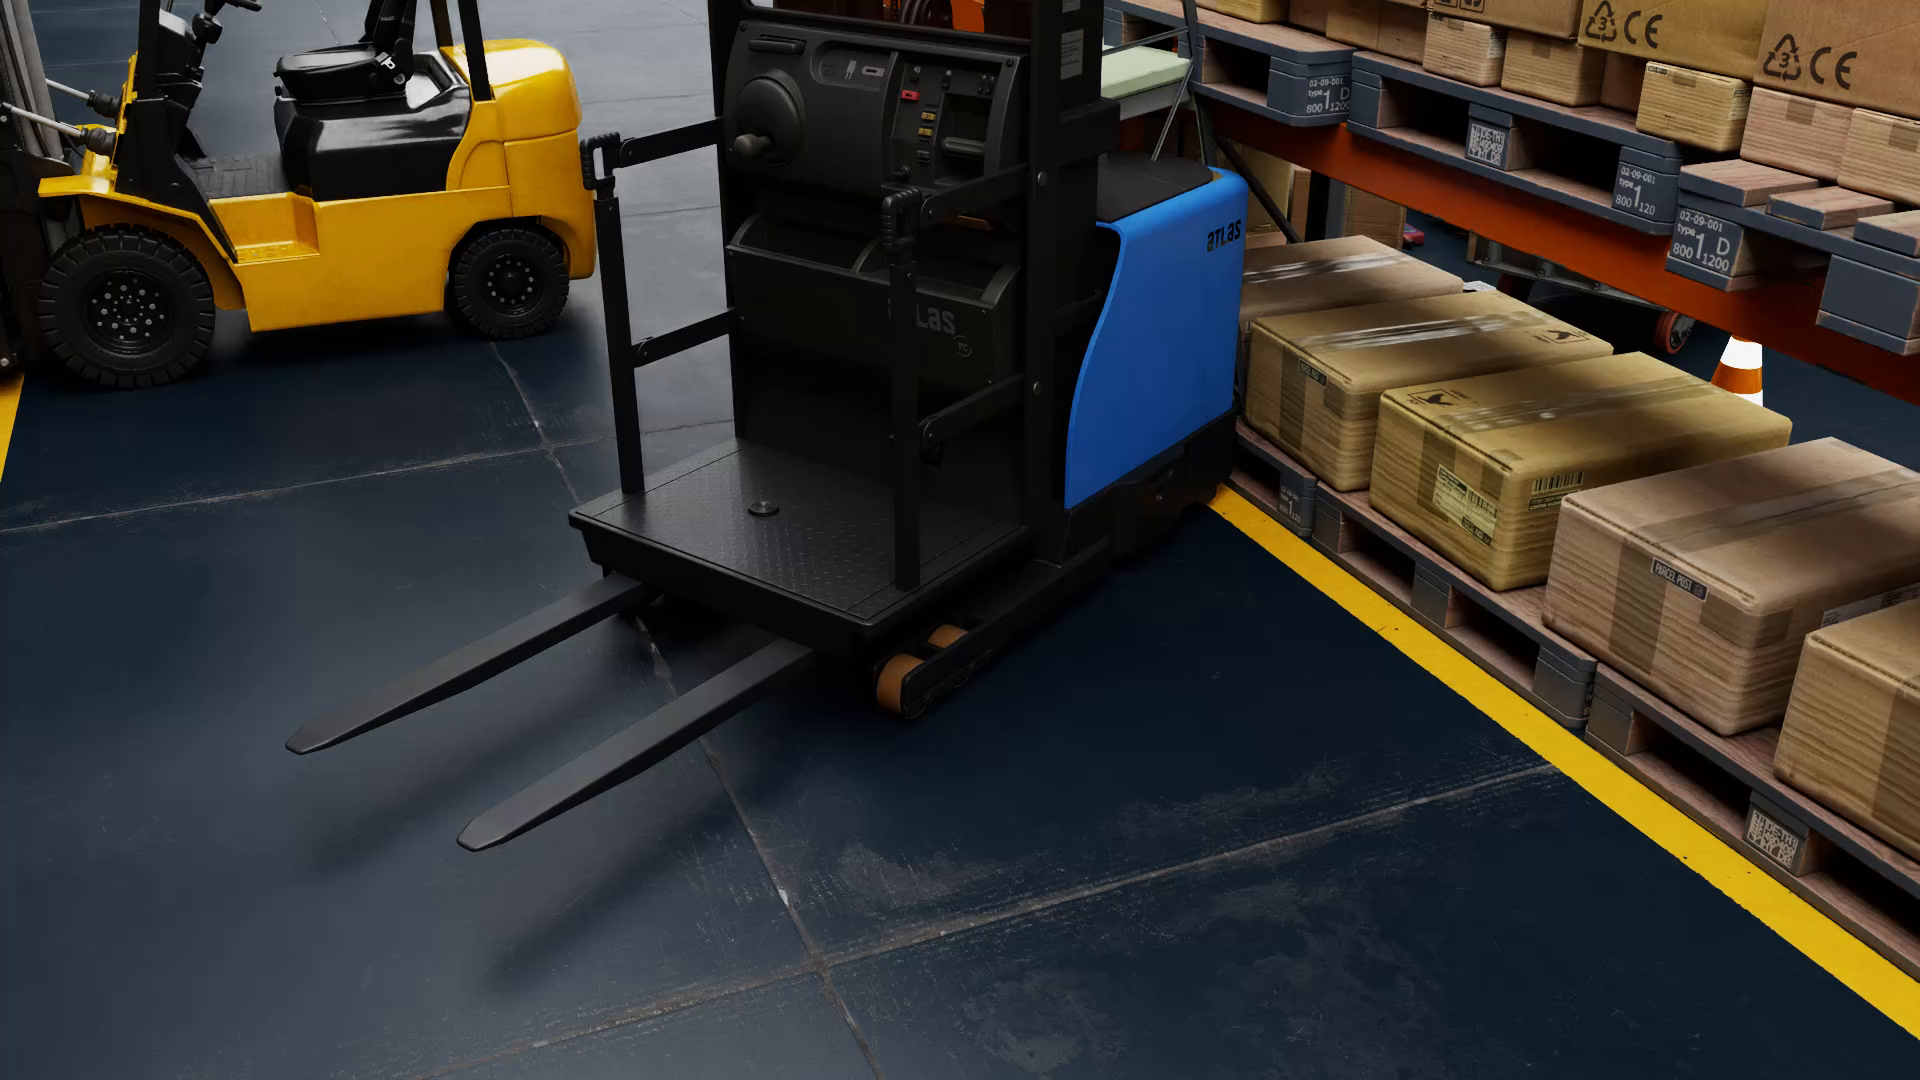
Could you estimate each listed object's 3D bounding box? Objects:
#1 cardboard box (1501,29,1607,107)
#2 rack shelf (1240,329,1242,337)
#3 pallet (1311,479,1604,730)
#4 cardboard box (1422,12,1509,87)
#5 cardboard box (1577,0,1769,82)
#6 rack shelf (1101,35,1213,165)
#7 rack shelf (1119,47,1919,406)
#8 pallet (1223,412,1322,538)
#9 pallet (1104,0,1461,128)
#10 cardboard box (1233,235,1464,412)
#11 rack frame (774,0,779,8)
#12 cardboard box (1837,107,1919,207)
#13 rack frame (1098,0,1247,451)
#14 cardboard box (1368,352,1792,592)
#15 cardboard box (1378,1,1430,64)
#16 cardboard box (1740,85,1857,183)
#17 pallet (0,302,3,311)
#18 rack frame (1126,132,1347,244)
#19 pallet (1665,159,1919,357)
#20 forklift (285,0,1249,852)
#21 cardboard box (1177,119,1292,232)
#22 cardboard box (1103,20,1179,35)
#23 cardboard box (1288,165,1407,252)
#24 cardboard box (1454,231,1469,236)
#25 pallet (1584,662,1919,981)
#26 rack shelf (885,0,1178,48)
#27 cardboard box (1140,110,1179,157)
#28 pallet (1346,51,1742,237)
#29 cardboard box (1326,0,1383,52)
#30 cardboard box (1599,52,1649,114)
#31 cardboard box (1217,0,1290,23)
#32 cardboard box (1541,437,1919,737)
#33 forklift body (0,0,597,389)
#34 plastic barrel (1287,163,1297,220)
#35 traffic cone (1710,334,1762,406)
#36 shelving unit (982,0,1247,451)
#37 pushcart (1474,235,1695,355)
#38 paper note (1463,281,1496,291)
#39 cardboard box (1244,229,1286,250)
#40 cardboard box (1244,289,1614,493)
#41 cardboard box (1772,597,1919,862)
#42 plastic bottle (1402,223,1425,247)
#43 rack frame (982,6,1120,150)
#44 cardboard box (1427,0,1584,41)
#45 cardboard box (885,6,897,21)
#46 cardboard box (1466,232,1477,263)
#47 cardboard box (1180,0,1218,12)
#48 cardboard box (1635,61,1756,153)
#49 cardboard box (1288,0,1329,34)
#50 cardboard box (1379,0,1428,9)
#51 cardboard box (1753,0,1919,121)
[{"bbox_3d":[1.543,-1.158,4.010,0.380,0.149,0.250,-12,28,-22],"label":"cardboard box"},{"bbox_3d":[0.604,-0.768,5.740,0.431,0.370,0.720,-20,27,-14],"label":"rack shelf"},{"bbox_3d":[1.789,0.068,4.871,1.003,0.211,1.213,-11,28,-21],"label":"pallet"},{"bbox_3d":[1.412,-1.260,4.220,0.380,0.149,0.250,-9,28,-19],"label":"cardboard box"},{"bbox_3d":[1.723,-1.291,3.545,0.500,0.500,0.500,-13,29,-24],"label":"cardboard box"},{"bbox_3d":[0.460,-1.397,5.430,0.431,0.370,0.720,-20,27,-14],"label":"rack shelf"},{"bbox_3d":[1.785,-0.862,4.417,1.077,0.370,4.000,-11,28,-21],"label":"rack shelf"},{"bbox_3d":[1.308,-0.426,5.881,1.003,0.211,1.213,-11,28,-21],"label":"pallet"},{"bbox_3d":[1.167,-1.573,5.272,1.003,0.211,1.213,-11,28,-21],"label":"pallet"},{"bbox_3d":[1.209,-0.789,5.964,0.950,0.372,0.625,-10,28,-20],"label":"cardboard box"},{"bbox_3d":[-0.565,-3.608,9.220,1.000,3.000,0.127,-11,28,-21],"label":"rack frame"},{"bbox_3d":[1.912,-0.736,3.145,0.380,0.149,0.250,-11,28,-21],"label":"cardboard box"},{"bbox_3d":[0.667,-0.927,5.281,0.400,1.500,0.023,-20,27,-14],"label":"rack frame"},{"bbox_3d":[1.768,-0.219,4.797,0.950,0.372,0.625,-10,28,-19],"label":"cardboard box"},{"bbox_3d":[1.356,-1.376,4.458,0.380,0.149,0.250,-10,28,-20],"label":"cardboard box"},{"bbox_3d":[1.820,-0.839,3.356,0.380,0.149,0.250,-12,28,-23],"label":"cardboard box"},{"bbox_3d":[-4.319,-0.707,6.457,1.003,0.211,1.213,-11,28,-21],"label":"pallet"},{"bbox_3d":[1.001,-1.993,5.913,1.000,3.000,0.127,-11,28,-21],"label":"rack frame"},{"bbox_3d":[2.191,-0.561,3.199,1.213,0.211,1.003,-11,28,-21],"label":"pallet"},{"bbox_3d":[-0.372,-1.097,4.156,1.130,2.935,3.031,18,31,32],"label":"forklift"},{"bbox_3d":[1.019,-1.568,6.842,0.500,0.500,0.500,-9,27,-18],"label":"cardboard box"},{"bbox_3d":[0.595,-1.957,6.126,0.380,0.149,0.250,-11,28,-21],"label":"cardboard box"},{"bbox_3d":[1.834,-1.537,7.825,0.500,0.500,0.500,8,27,15],"label":"cardboard box"},{"bbox_3d":[2.826,-1.897,8.406,0.797,0.637,0.503,-11,28,-21],"label":"cardboard box"},{"bbox_3d":[2.263,0.559,3.864,1.003,0.211,1.213,-11,28,-21],"label":"pallet"},{"bbox_3d":[0.218,-2.477,7.724,1.077,0.370,4.000,-11,28,-21],"label":"rack shelf"},{"bbox_3d":[0.523,-1.476,6.654,0.500,0.500,0.500,-11,28,-21],"label":"cardboard box"},{"bbox_3d":[1.755,-1.084,4.270,1.003,0.211,1.213,-11,28,-21],"label":"pallet"},{"bbox_3d":[1.260,-1.477,4.663,0.380,0.149,0.250,-10,28,-20],"label":"cardboard box"},{"bbox_3d":[1.717,-1.070,3.831,0.380,0.149,0.250,-10,28,-20],"label":"cardboard box"},{"bbox_3d":[1.017,-1.689,5.098,0.380,0.149,0.250,-10,28,-20],"label":"cardboard box"},{"bbox_3d":[2.059,0.088,4.168,0.950,0.372,0.625,-11,28,-22],"label":"cardboard box"},{"bbox_3d":[-2.710,-1.920,6.731,2.313,2.155,1.214,-11,28,-21],"label":"forklift body"},{"bbox_3d":[1.637,-1.876,8.610,0.512,0.421,0.421,8,27,15],"label":"plastic barrel"},{"bbox_3d":[2.775,-0.593,5.937,0.336,0.463,0.334,-11,28,-21],"label":"traffic cone"},{"bbox_3d":[0.539,-1.055,5.599,0.431,1.500,0.755,-20,27,-14],"label":"shelving unit"},{"bbox_3d":[3.080,-1.226,7.332,1.648,0.377,0.936,-22,34,-38],"label":"pushcart"},{"bbox_3d":[2.364,-1.166,7.603,0.148,0.019,0.142,-11,28,-21],"label":"paper note"},{"bbox_3d":[1.019,-1.231,7.007,0.500,0.250,0.500,-12,28,-23],"label":"cardboard box"},{"bbox_3d":[1.494,-0.500,5.371,0.950,0.372,0.625,-9,27,-17],"label":"cardboard box"},{"bbox_3d":[2.356,0.384,3.561,0.950,0.372,0.625,-13,29,-24],"label":"cardboard box"},{"bbox_3d":[2.222,-1.516,8.284,0.133,0.061,0.283,-6,27,-12],"label":"plastic bottle"},{"bbox_3d":[0.410,-1.182,5.917,0.400,1.500,0.023,-20,27,-14],"label":"rack frame"},{"bbox_3d":[1.510,-1.512,3.996,0.500,0.500,0.500,-12,28,-23],"label":"cardboard box"},{"bbox_3d":[-0.494,-2.515,8.783,0.500,0.500,0.500,-12,28,-22],"label":"cardboard box"},{"bbox_3d":[2.657,-1.462,7.942,0.396,0.266,0.258,13,29,24],"label":"cardboard box"},{"bbox_3d":[0.927,-1.791,5.308,0.380,0.149,0.250,-10,28,-20],"label":"cardboard box"},{"bbox_3d":[1.700,-0.947,3.579,0.380,0.149,0.250,-10,28,-20],"label":"cardboard box"},{"bbox_3d":[1.198,-1.588,4.891,0.380,0.149,0.250,-9,27,-17],"label":"cardboard box"},{"bbox_3d":[1.299,-1.718,4.417,0.500,0.500,0.500,-11,28,-21],"label":"cardboard box"},{"bbox_3d":[1.922,-1.088,3.128,0.500,0.500,0.500,-11,28,-21],"label":"cardboard box"}]
